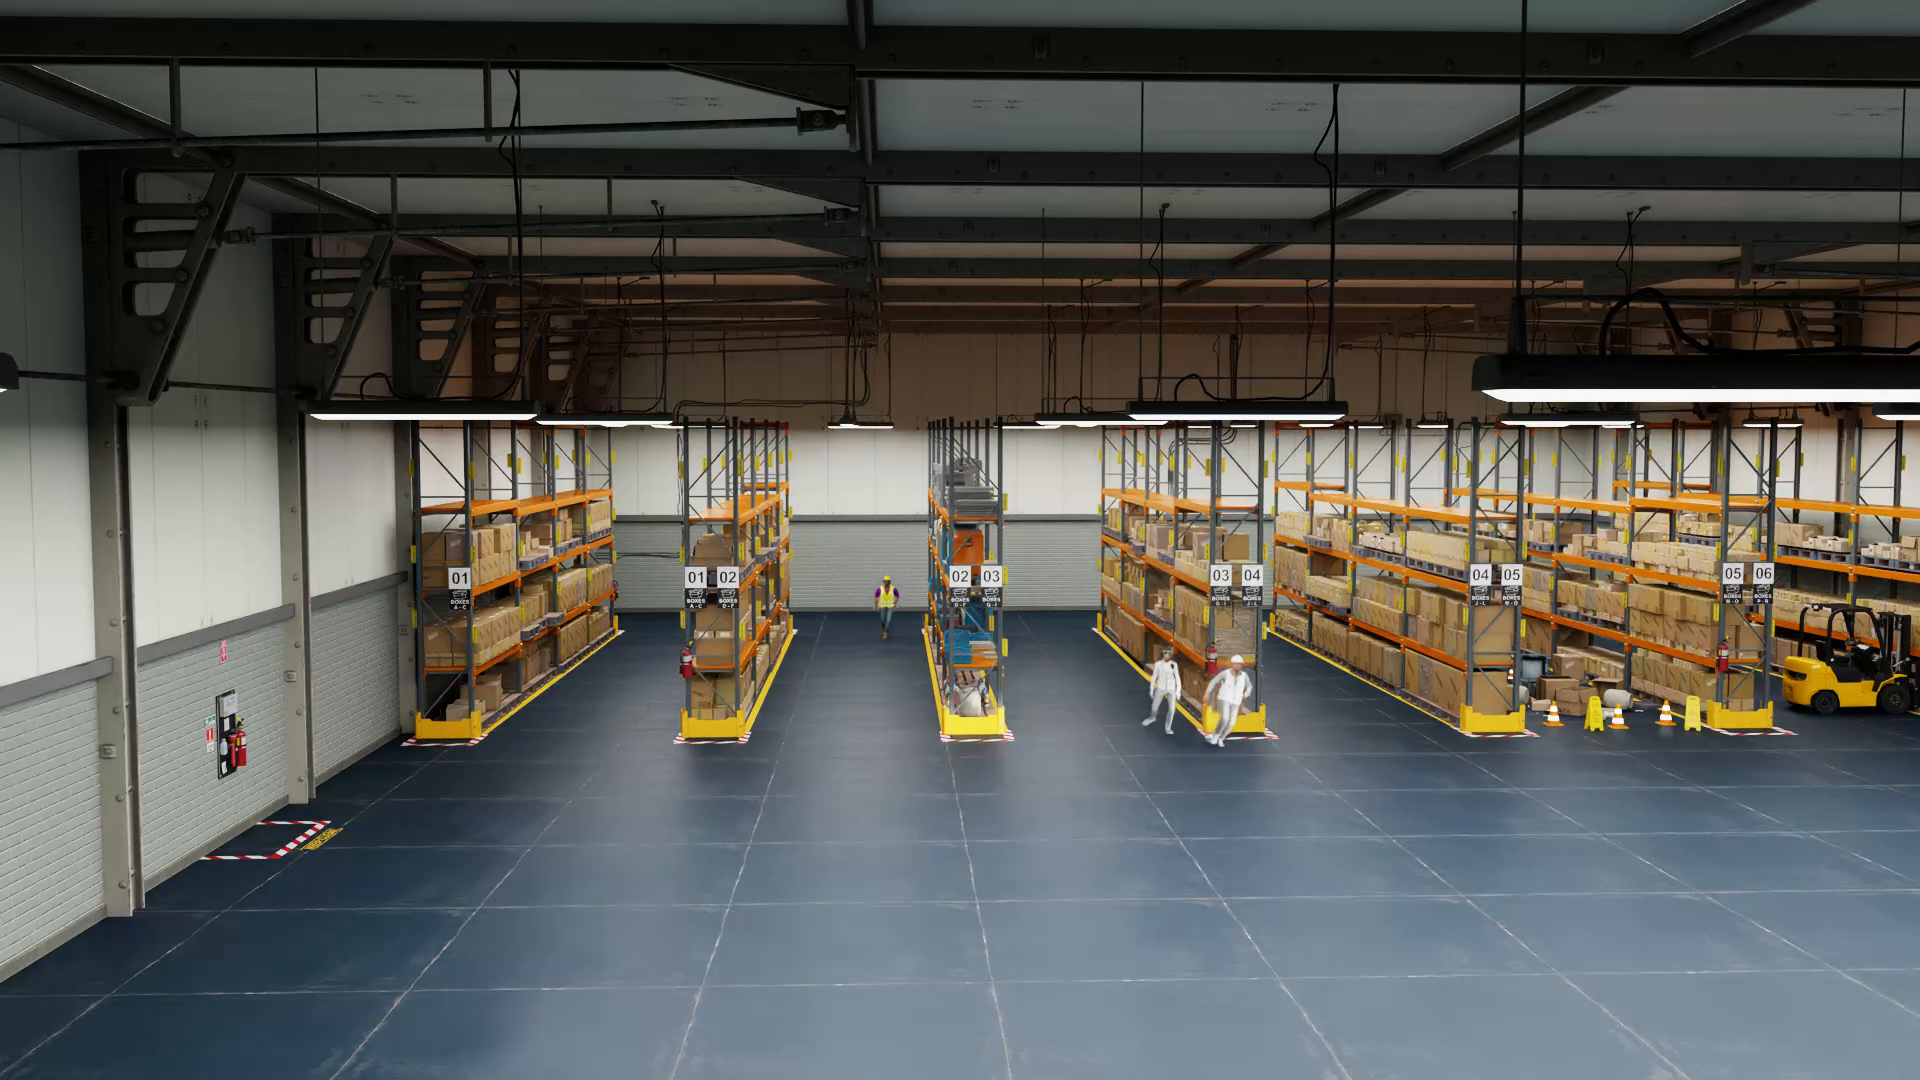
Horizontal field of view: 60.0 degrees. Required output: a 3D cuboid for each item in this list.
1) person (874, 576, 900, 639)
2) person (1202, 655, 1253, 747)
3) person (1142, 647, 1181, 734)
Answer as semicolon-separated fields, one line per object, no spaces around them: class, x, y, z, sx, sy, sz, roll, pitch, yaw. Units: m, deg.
person;-2.025;1.865;46.092;0.700;1.732;0.686;0;4;1
person;4.918;2.940;30.187;0.821;1.691;0.667;-1;4;-19
person;3.822;2.828;31.550;0.698;1.646;0.593;0;4;3
